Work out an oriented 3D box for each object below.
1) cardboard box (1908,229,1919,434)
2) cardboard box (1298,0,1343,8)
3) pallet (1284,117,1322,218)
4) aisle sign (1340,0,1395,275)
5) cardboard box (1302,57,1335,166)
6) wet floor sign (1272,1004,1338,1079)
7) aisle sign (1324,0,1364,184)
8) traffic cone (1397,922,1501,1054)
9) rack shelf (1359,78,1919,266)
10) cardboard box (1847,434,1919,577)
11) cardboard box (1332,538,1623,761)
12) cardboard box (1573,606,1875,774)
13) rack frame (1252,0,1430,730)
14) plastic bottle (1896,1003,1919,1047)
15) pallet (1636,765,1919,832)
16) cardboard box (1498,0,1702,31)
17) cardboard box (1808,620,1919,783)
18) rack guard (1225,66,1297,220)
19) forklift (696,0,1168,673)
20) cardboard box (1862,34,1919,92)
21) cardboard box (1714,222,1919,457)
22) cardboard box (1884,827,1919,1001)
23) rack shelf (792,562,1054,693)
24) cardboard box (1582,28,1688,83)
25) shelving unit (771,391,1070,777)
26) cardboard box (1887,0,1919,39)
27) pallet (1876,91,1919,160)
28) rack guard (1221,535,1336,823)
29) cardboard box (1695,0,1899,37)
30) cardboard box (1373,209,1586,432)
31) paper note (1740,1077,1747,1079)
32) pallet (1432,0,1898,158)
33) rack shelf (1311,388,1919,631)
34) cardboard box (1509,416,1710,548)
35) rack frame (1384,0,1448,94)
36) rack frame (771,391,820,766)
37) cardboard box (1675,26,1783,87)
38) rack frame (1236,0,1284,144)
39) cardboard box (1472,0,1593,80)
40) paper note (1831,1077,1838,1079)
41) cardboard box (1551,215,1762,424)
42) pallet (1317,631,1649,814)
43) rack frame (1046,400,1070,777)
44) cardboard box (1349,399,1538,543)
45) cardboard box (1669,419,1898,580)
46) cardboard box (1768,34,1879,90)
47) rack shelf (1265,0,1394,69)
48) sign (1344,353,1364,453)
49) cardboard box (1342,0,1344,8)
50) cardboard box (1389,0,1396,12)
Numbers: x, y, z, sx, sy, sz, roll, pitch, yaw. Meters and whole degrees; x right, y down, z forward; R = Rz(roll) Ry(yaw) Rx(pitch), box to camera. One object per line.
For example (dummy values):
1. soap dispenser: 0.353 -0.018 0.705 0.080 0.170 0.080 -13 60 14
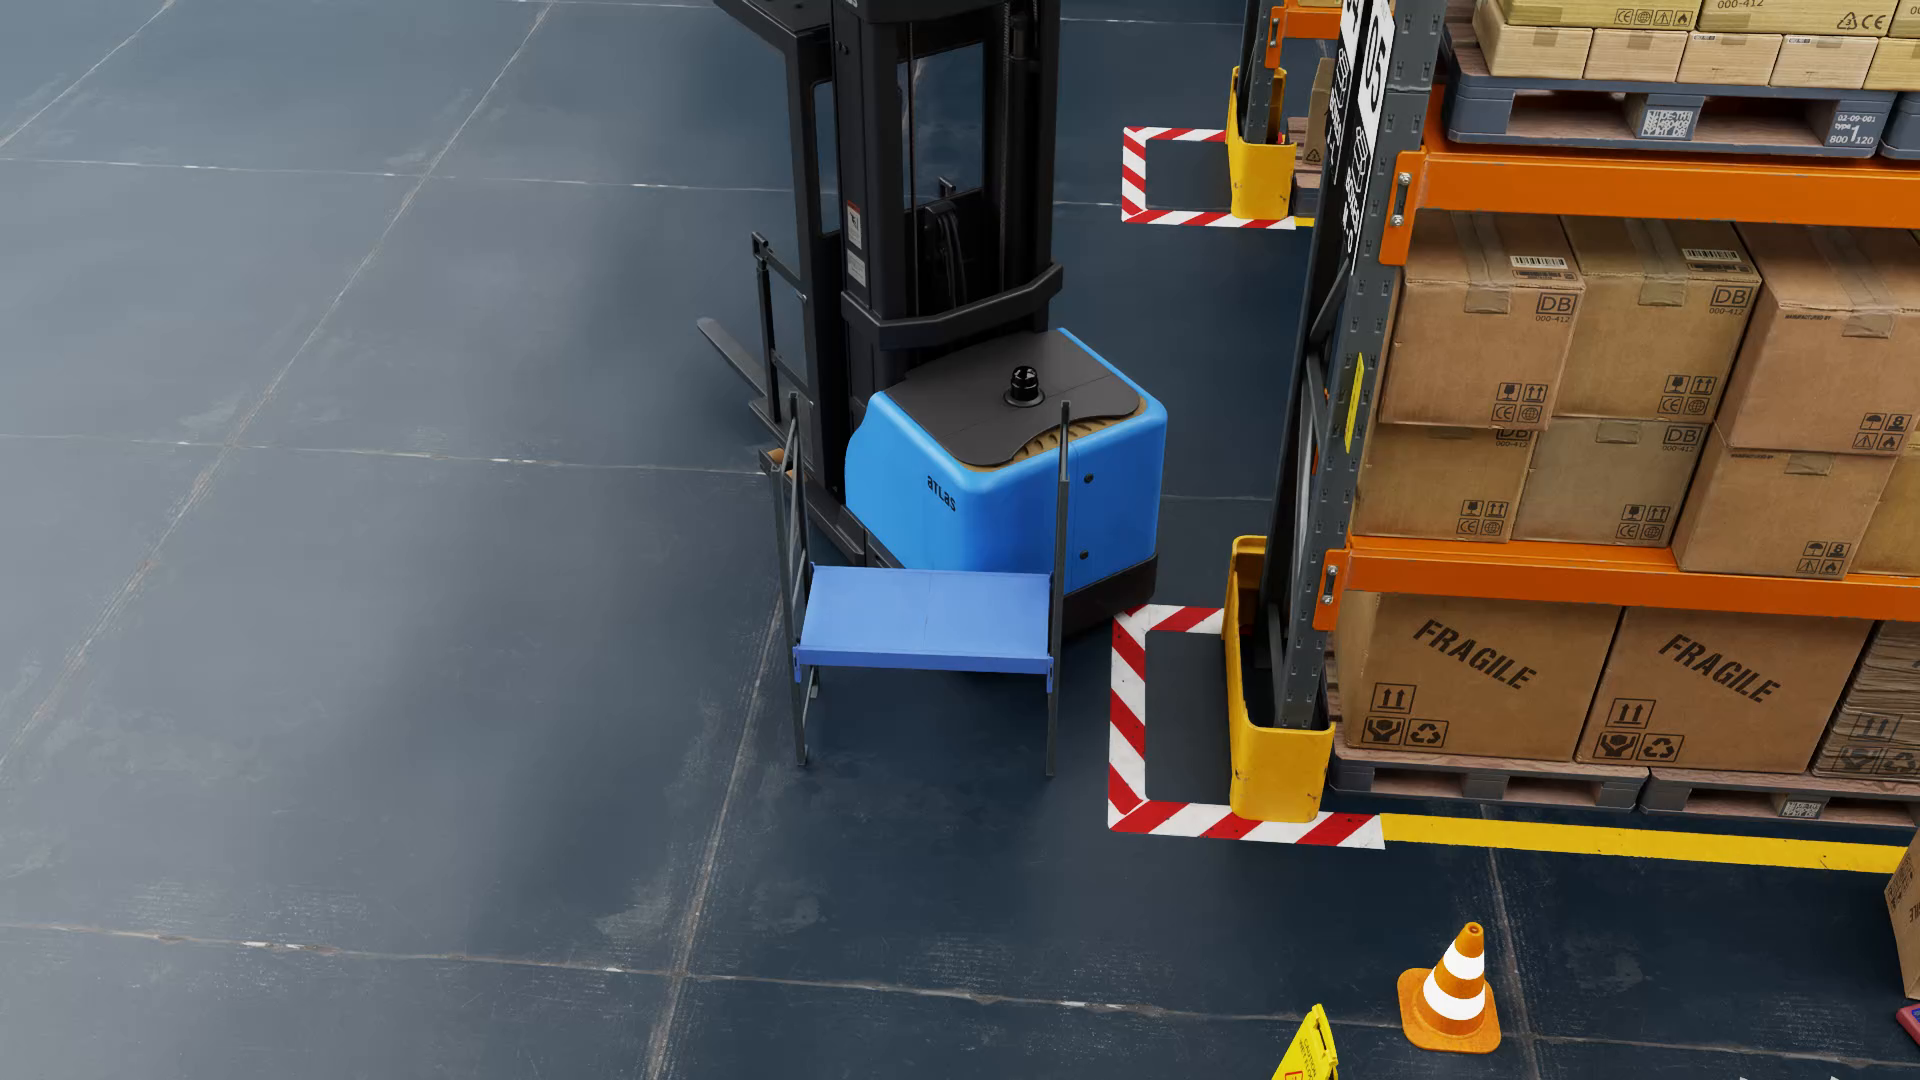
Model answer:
1. cardboard box: 3.325 -0.817 5.574 0.500 0.550 0.875 3 39 4
2. cardboard box: 2.109 -3.271 9.762 0.250 0.149 0.380 3 39 4
3. pallet: 2.728 -2.382 10.679 1.213 0.211 1.003 3 39 4
4. aisle sign: 1.221 -1.243 5.012 0.004 0.787 0.394 3 39 4
5. cardboard box: 2.467 -2.683 10.488 0.500 0.500 0.500 10 40 12
6. wet floor sign: 1.118 1.737 5.275 0.232 0.644 0.267 -3 39 -4
7. aisle sign: 1.273 -1.621 5.476 0.004 0.787 0.394 3 39 4
8. traffic cone: 1.724 1.486 5.728 0.334 0.463 0.336 3 39 4
9. rack shelf: 3.310 -1.195 5.207 4.000 0.370 1.077 3 39 4
10. cardboard box: 3.319 -0.358 5.865 0.500 0.550 0.875 3 39 4
11. cardboard box: 1.999 0.237 6.604 0.875 0.875 0.875 3 39 4
12. cardboard box: 2.875 0.283 6.547 0.875 0.875 0.875 3 39 3
13. rack frame: 1.317 -0.420 6.060 0.127 3.000 1.000 3 39 4
14. plastic bottle: 3.386 1.735 5.741 0.133 0.061 0.283 -10 40 -12
15. pallet: 3.333 0.724 6.864 1.213 0.211 1.003 3 39 4
16. cardboard box: 1.776 -1.654 4.672 0.500 0.250 0.500 3 39 4
17. cardboard box: 3.784 0.334 6.484 0.875 0.875 0.875 3 39 4
18. rack guard: 1.922 -2.560 10.670 0.348 0.500 1.175 3 39 4
19. forklift: -0.336 -1.468 7.402 1.130 2.935 3.031 -22 44 -25
20. cardboard box: 2.637 -1.412 4.690 0.250 0.149 0.380 3 39 4
21. cardboard box: 2.786 -0.764 5.509 0.550 0.550 0.875 3 39 4
22. cardboard box: 3.667 1.327 5.892 0.500 0.500 0.500 10 40 12
23. rack shelf: -0.128 0.341 6.599 1.000 0.185 0.538 2 39 3
24. cardboard box: 1.885 -1.454 4.741 0.250 0.149 0.380 3 39 4
25. shelving unit: -0.128 0.201 6.485 1.048 1.500 0.538 2 39 3
26. cardboard box: 2.785 -1.600 4.606 0.500 0.250 0.500 3 39 3
27. pallet: 3.276 -1.450 5.020 1.213 0.211 1.003 3 39 4
28. rack guard: 1.293 0.548 6.851 0.348 0.500 1.175 3 39 4
29. cardboard box: 2.282 -1.627 4.639 0.500 0.250 0.500 3 39 3
30. cardboard box: 1.684 -0.852 5.617 0.550 0.550 0.875 3 39 4
31. paper note: 2.692 1.883 5.584 0.142 0.017 0.144 16 42 19
32. pallet: 2.057 -1.515 5.100 1.213 0.211 1.003 3 39 4
33. rack shelf: 3.310 -0.032 6.153 4.000 0.370 1.077 3 39 4
34. cardboard box: 2.241 -0.470 6.003 0.550 0.550 0.875 3 39 4
35. rack frame: 1.317 -2.747 4.166 0.127 3.000 1.000 3 39 4
36. rack frame: -0.636 0.183 6.508 0.032 1.500 0.500 2 39 3
37. cardboard box: 2.135 -1.440 4.724 0.250 0.149 0.380 3 39 4
38. rack frame: 1.846 -3.534 9.886 0.127 3.000 1.000 3 39 4
39. cardboard box: 1.631 -1.467 4.758 0.250 0.149 0.380 3 39 4
40. paper note: 3.012 1.859 5.629 0.123 0.001 0.032 24 45 26
41. cardboard box: 2.240 -0.880 5.652 0.550 0.550 0.875 3 39 4
42. pallet: 2.121 0.656 6.947 1.213 0.211 1.003 3 39 4
43. rack frame: 0.379 0.220 6.462 0.032 1.500 0.500 2 39 3
44. cardboard box: 1.691 -0.486 6.023 0.550 0.550 0.875 3 39 4
45. cardboard box: 2.788 -0.361 5.869 0.550 0.550 0.875 3 39 4
46. cardboard box: 2.387 -1.426 4.708 0.250 0.149 0.380 3 39 4
47. rack shelf: 3.839 -3.146 9.979 4.000 0.370 1.077 3 39 4
48. sign: 1.264 -0.438 5.333 0.005 0.325 0.100 3 39 4
49. cardboard box: 2.357 -3.245 9.730 0.250 0.149 0.380 3 39 4
50. cardboard box: 2.605 -3.222 9.702 0.250 0.149 0.380 3 39 4
